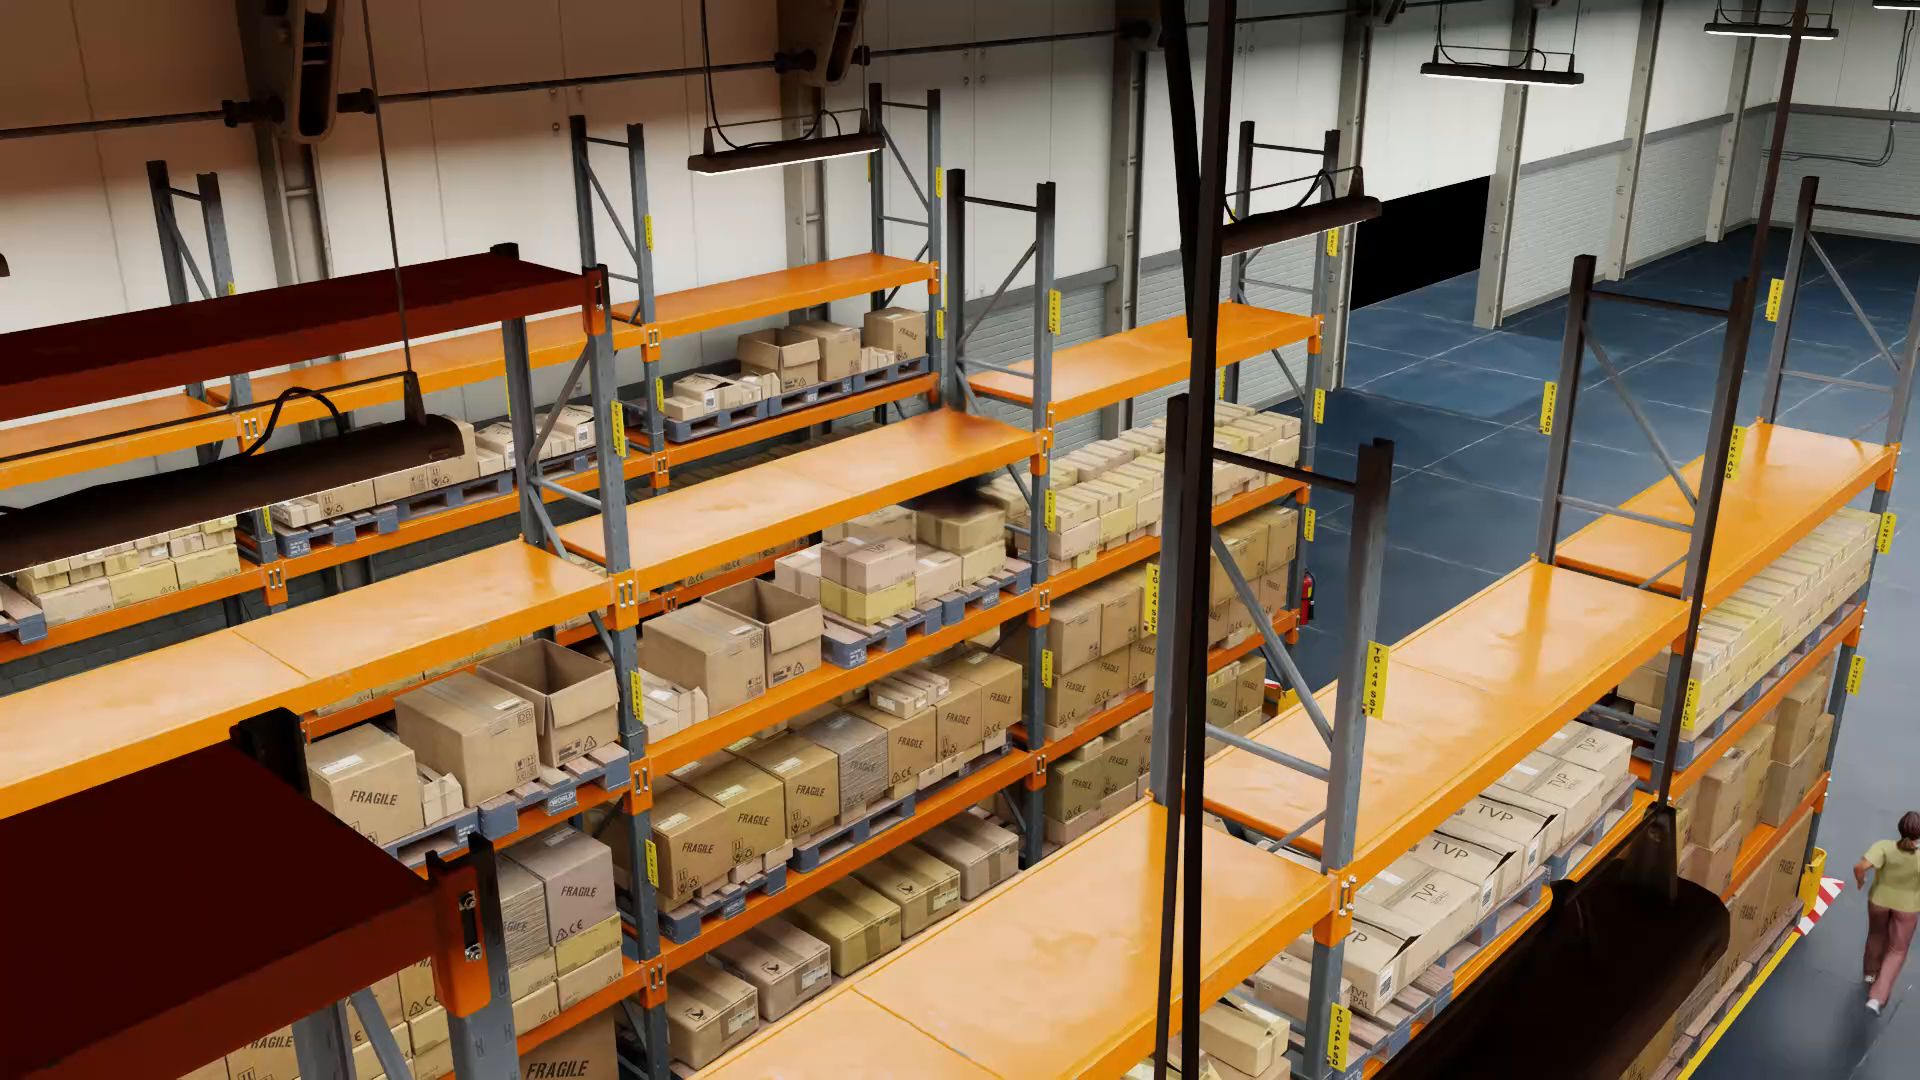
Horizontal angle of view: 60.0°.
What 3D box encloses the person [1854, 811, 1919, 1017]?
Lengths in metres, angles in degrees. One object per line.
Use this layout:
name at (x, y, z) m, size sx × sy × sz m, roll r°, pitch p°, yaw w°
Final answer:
person at (7.023, 2.767, 12.516) m, size 0.574 × 1.653 × 0.970 m, roll 16°, pitch 26°, yaw 36°
